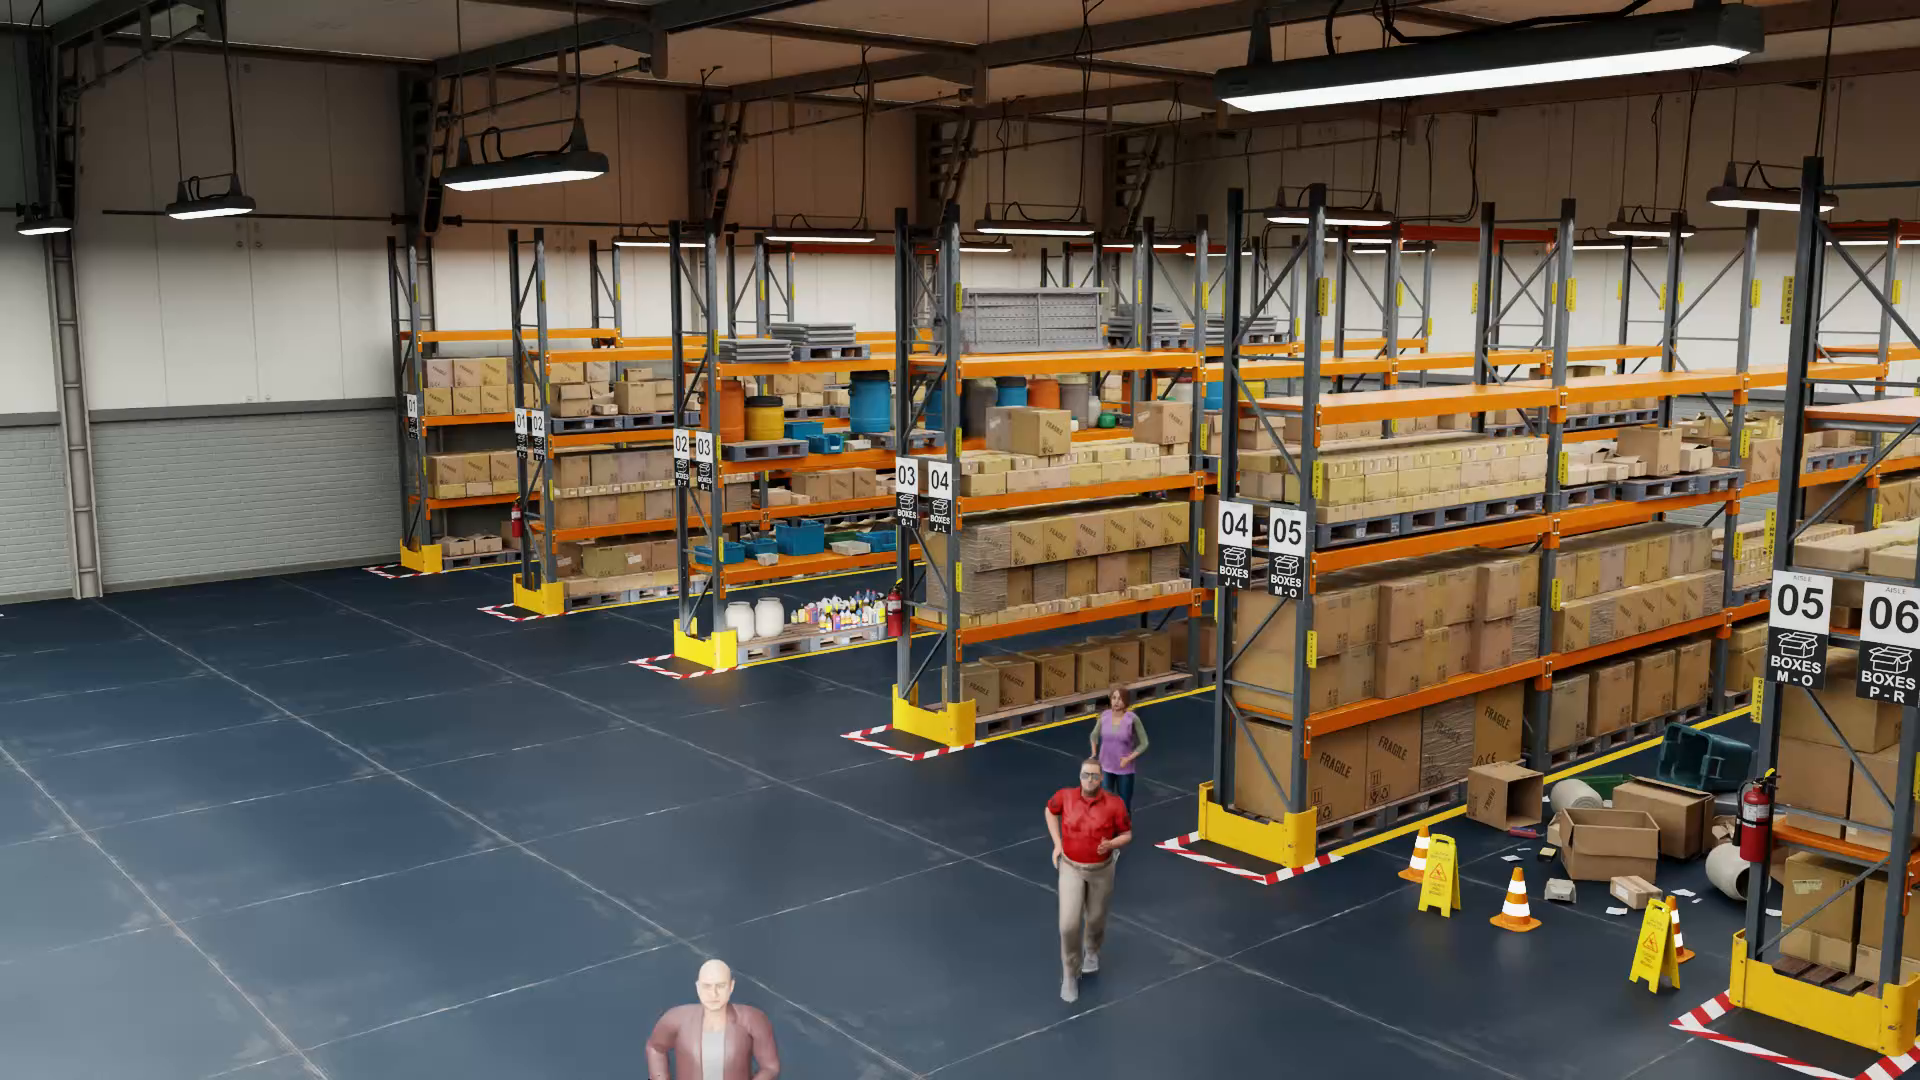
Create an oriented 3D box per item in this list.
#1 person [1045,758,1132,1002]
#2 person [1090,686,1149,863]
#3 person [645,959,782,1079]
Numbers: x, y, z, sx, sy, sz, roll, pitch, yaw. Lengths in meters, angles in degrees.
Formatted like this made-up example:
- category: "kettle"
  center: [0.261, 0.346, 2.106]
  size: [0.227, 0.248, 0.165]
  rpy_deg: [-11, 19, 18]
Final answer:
- category: "person"
  center: [0.938, 2.480, 12.200]
  size: [0.638, 1.796, 0.791]
  rpy_deg: [1, 9, 4]
- category: "person"
  center: [1.438, 2.106, 15.134]
  size: [0.556, 1.586, 0.637]
  rpy_deg: [2, 9, 14]
- category: "person"
  center: [-1.263, 3.019, 8.535]
  size: [0.704, 1.732, 0.599]
  rpy_deg: [-1, 9, -7]
